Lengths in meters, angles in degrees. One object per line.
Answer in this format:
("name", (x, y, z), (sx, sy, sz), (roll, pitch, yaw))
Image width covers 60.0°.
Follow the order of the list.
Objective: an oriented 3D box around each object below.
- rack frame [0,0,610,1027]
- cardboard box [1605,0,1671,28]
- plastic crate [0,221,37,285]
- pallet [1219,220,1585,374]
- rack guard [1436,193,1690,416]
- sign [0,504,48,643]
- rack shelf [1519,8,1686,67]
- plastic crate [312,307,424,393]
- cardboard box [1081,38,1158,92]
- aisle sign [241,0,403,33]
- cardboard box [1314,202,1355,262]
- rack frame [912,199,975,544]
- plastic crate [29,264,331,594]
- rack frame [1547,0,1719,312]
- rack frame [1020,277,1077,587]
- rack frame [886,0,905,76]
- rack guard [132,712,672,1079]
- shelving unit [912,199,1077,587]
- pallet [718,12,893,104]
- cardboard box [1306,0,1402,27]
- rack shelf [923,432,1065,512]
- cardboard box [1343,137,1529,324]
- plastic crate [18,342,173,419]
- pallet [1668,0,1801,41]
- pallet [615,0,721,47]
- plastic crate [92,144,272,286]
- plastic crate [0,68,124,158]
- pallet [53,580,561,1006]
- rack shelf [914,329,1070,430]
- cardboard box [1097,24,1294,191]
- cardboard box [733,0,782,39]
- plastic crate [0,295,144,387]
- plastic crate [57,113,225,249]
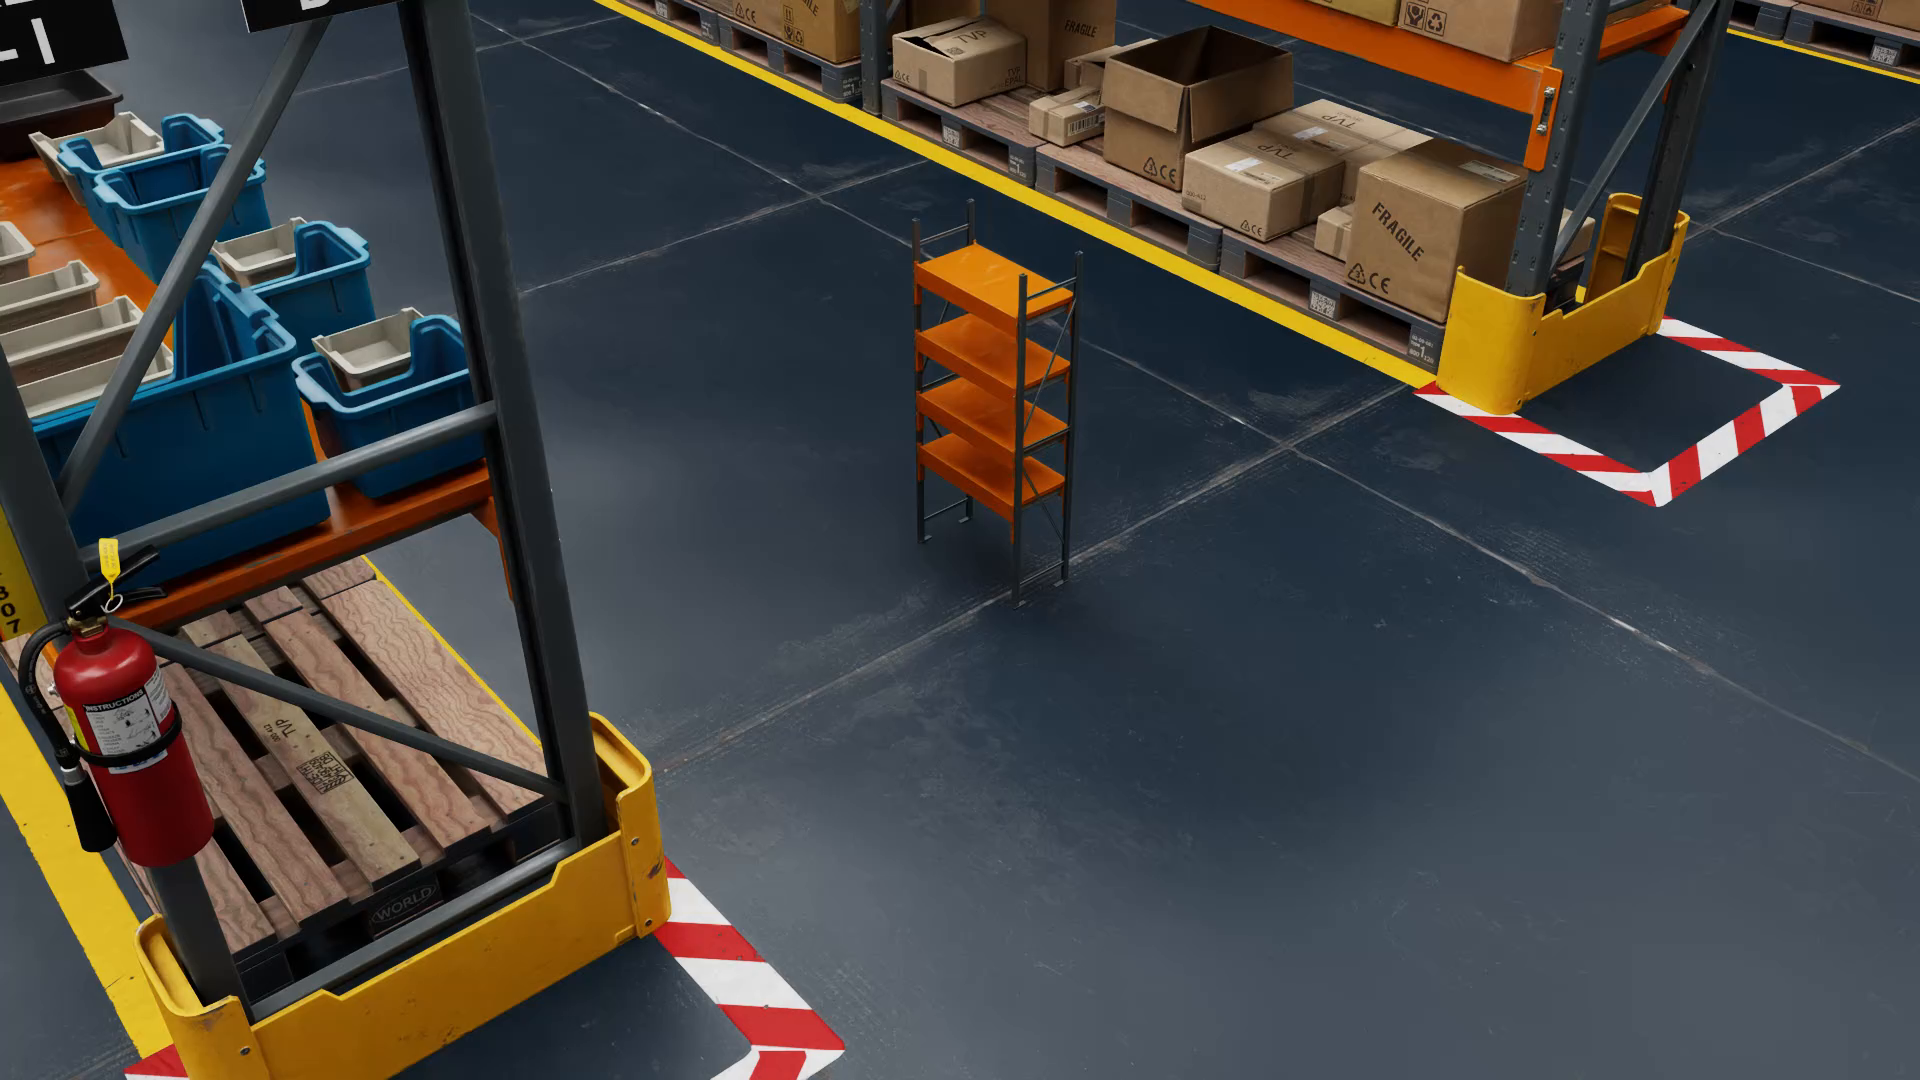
("rack frame", (-1.314, -0.104, 3.302), (1.000, 3.000, 0.127), (-26, 43, -32))
("cardboard box", (2.388, -2.285, 6.294), (0.500, 0.500, 0.500), (-25, 42, -31))
("plastic crate", (-2.558, -0.684, 4.297), (0.298, 0.136, 0.250), (-26, 43, -32))
("pallet", (-25.776, -11.246, 13.843), (28.867, 8.999, 54.027), (-26, 43, -32))
("rack guard", (2.423, -0.963, 6.678), (1.175, 0.500, 0.348), (-26, 43, -32))
("sign", (-1.724, 0.042, 2.955), (0.100, 0.325, 0.005), (-26, 43, -32))
("rack shelf", (1.182, -2.648, 7.285), (0.919, 0.052, 3.809), (-26, 43, -32))
("plastic crate", (-1.365, -0.425, 3.931), (0.250, 0.136, 0.298), (-26, 43, -32))
("cardboard box", (0.960, -2.321, 8.378), (0.500, 0.311, 0.500), (-26, 43, -32))
("aisle sign", (-1.040, -1.244, 2.662), (0.394, 0.787, 0.004), (-26, 43, -32))
("cardboard box", (1.741, -1.334, 7.109), (0.380, 0.166, 0.250), (-26, 43, -32))
("rack frame", (-0.051, -0.524, 5.452), (0.240, 1.200, 0.015), (-26, 43, -32))
("plastic crate", (-1.673, -0.221, 3.384), (0.616, 0.435, 0.499), (-26, 43, -32))
("rack frame", (2.475, -1.951, 5.910), (0.949, 2.616, 0.053), (-26, 43, -32))
("rack frame", (0.264, -0.309, 5.148), (0.228, 1.046, 0.006), (-26, 43, -32))
("rack frame", (-0.106, -3.717, 8.403), (0.949, 2.616, 0.053), (-26, 43, -32))
("rack guard", (-1.288, 0.922, 4.016), (1.175, 0.500, 0.348), (-26, 43, -32))
("shelving unit", (0.105, -0.418, 5.301), (0.258, 1.200, 0.499), (-26, 43, -32))
("pallet", (-0.663, -2.923, 9.694), (1.003, 0.211, 1.213), (-26, 43, -32))
("cardboard box", (1.638, -2.315, 6.336), (0.500, 0.500, 0.500), (-26, 43, -31))
("rack shelf", (0.107, -0.232, 5.431), (0.221, 0.050, 0.457), (-26, 43, -32))
("cardboard box", (1.933, -1.257, 6.712), (0.500, 0.500, 0.500), (-26, 43, -32))
("plastic crate", (-1.978, -0.313, 3.773), (0.396, 0.136, 0.243), (-26, 43, -32))
("pallet", (4.895, -3.523, 10.542), (1.003, 0.211, 1.213), (-26, 43, -32))
("pallet", (-1.454, -3.462, 10.455), (1.003, 0.211, 1.213), (-26, 43, -32))
("plastic crate", (-2.071, -0.873, 4.481), (0.416, 0.233, 0.300), (-26, 43, -32))
("plastic crate", (-2.968, -1.388, 5.301), (0.437, 0.125, 0.590), (-26, 43, -32))
("pallet", (-1.816, 0.655, 4.642), (1.003, 0.211, 1.213), (-26, 43, -32))
("rack shelf", (0.107, -0.544, 5.210), (0.258, 0.148, 0.480), (-26, 43, -32))
("cardboard box", (1.108, -2.049, 7.827), (0.797, 0.503, 0.637), (-26, 43, -32))
("cardboard box", (-0.959, -3.208, 9.466), (0.500, 0.500, 0.500), (-26, 43, -32))
("plastic crate", (-2.154, -0.447, 3.962), (0.396, 0.136, 0.243), (-26, 43, -32))
("plastic crate", (-2.265, -1.006, 4.668), (0.416, 0.233, 0.300), (-26, 43, -32))
